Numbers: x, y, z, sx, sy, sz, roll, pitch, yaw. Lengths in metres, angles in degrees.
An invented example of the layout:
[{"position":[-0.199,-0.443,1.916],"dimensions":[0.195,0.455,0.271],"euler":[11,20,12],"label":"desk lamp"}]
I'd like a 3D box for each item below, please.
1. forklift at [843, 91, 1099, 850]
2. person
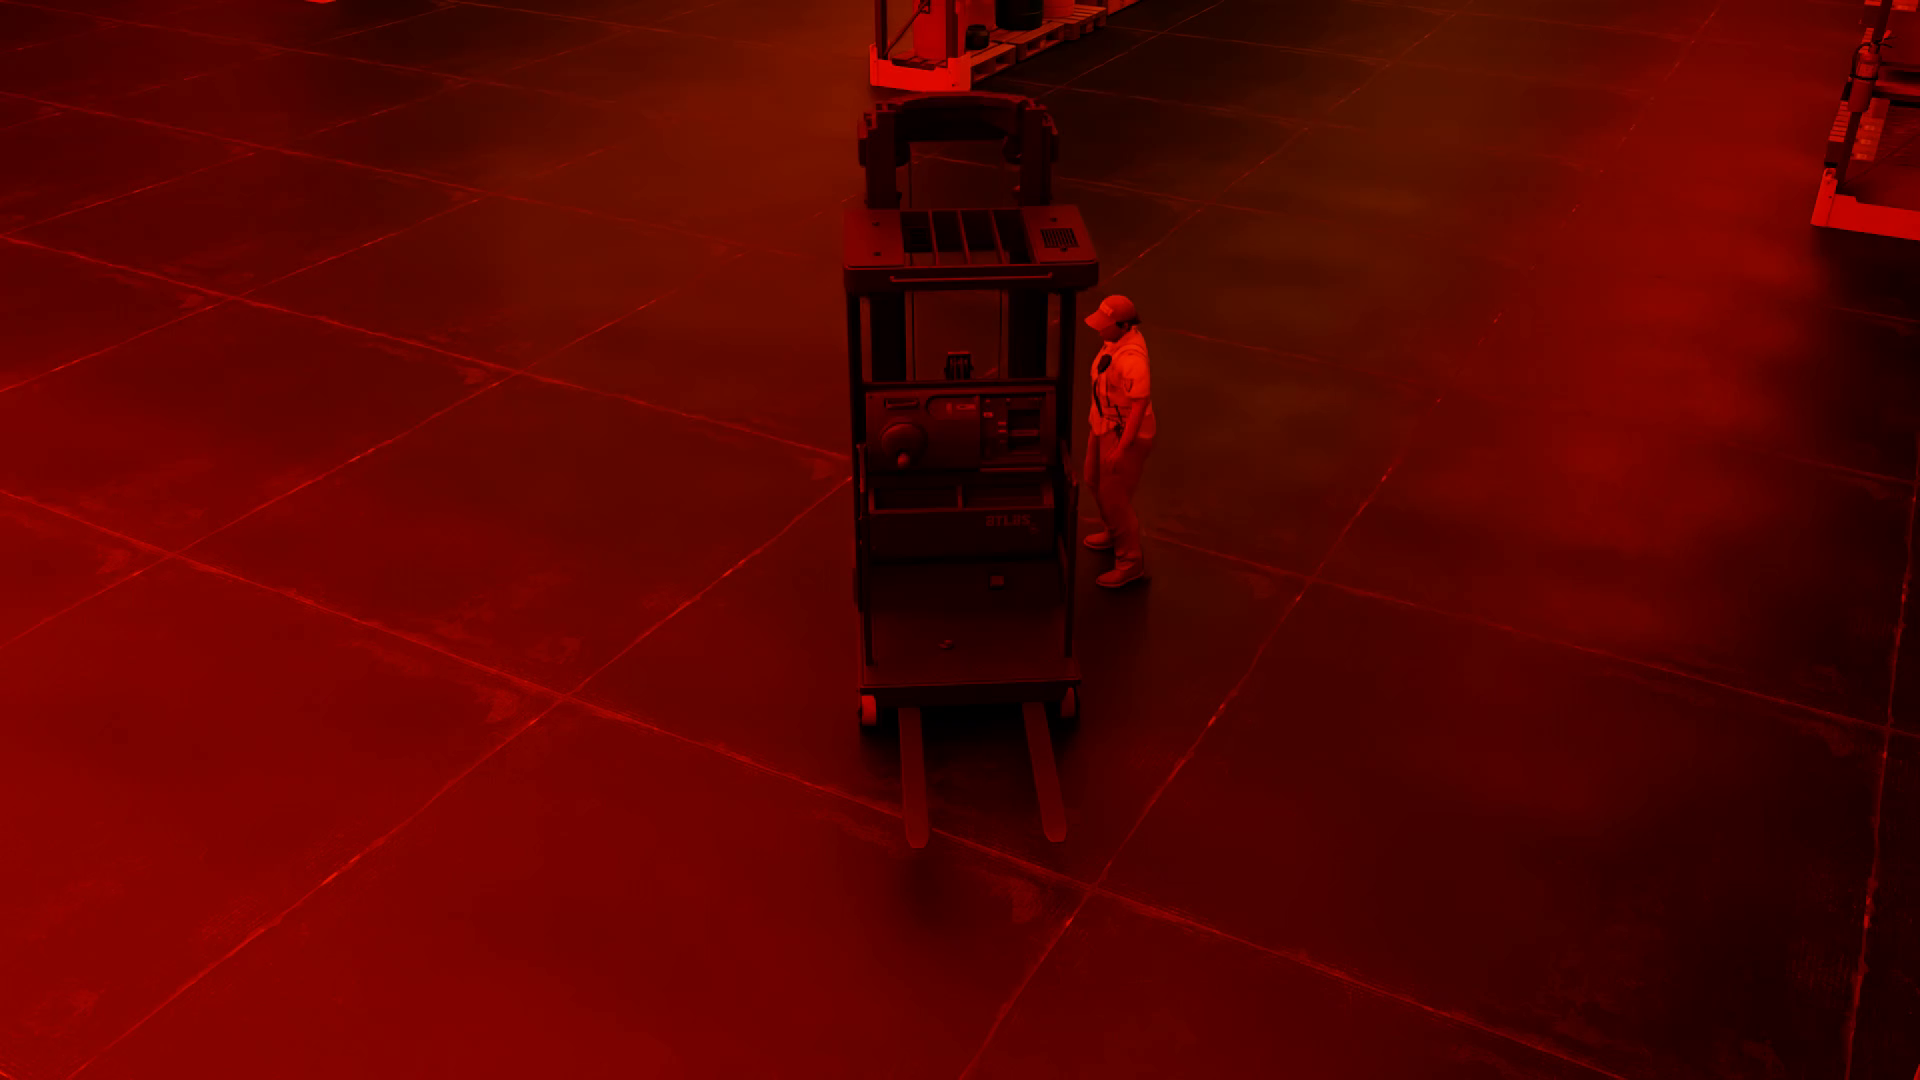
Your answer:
[{"position":[0.023,-0.500,7.936],"dimensions":[1.130,2.935,3.031],"euler":[-2,30,-3],"label":"forklift"},{"position":[0.890,-0.609,9.419],"dimensions":[0.426,1.643,0.723],"euler":[-3,30,-6],"label":"person"}]
